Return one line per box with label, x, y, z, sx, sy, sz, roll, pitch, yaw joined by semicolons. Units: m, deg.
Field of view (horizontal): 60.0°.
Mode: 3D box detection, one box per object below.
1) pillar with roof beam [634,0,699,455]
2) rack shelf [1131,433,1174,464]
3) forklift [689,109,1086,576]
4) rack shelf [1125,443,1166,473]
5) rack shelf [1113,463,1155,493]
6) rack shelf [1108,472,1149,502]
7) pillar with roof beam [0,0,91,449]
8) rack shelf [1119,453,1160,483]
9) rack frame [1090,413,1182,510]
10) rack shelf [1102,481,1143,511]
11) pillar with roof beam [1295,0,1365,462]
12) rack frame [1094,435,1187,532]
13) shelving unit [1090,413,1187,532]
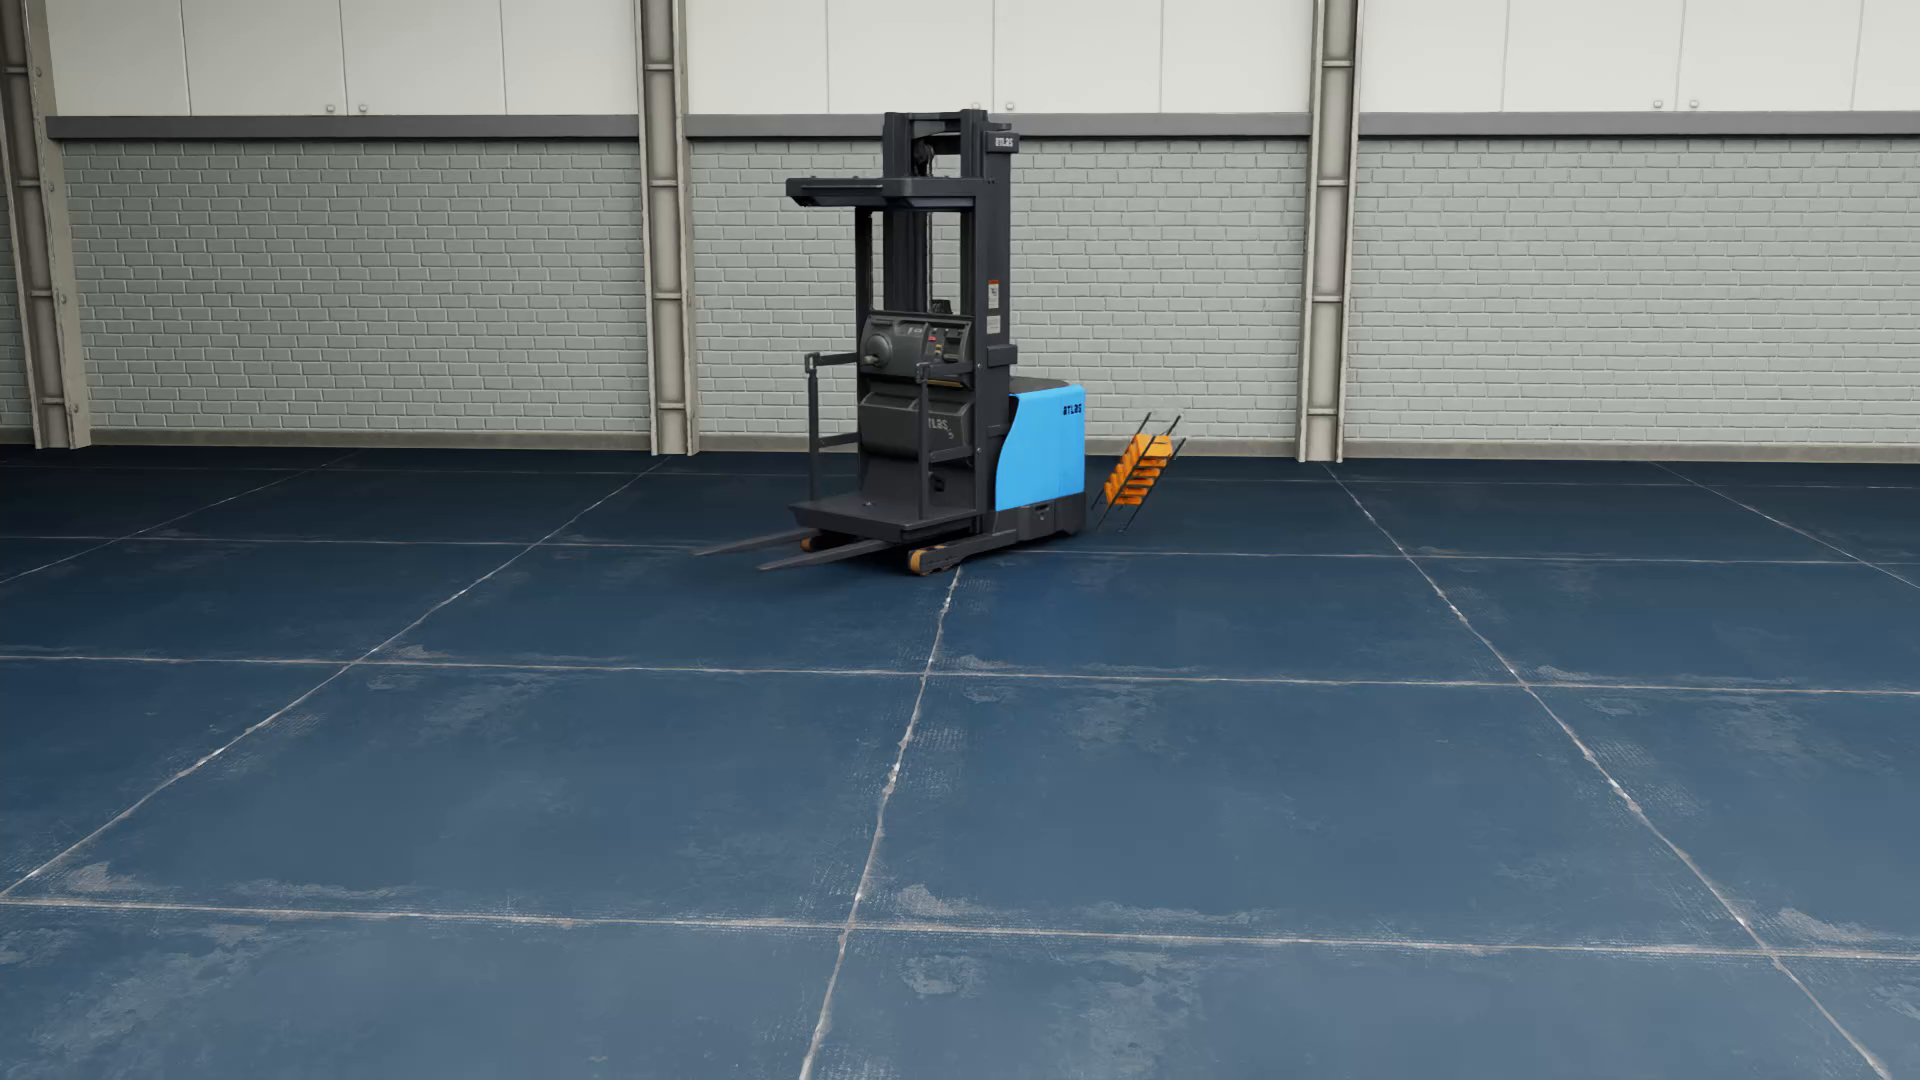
pillar with roof beam;-2.974;-4.350;10.584;0.400;9.000;9.100;1;12;4
rack shelf;1.309;-0.617;11.298;0.258;0.180;0.103;2;-32;-17
forklift;-0.435;-1.321;10.927;1.130;2.935;3.031;10;15;40
rack shelf;1.277;-0.555;11.396;0.258;0.180;0.103;2;-32;-17
rack shelf;1.214;-0.432;11.592;0.258;0.180;0.103;2;-32;-17
rack shelf;1.182;-0.370;11.690;0.258;0.180;0.103;2;-32;-17
pillar with roof beam;-8.960;-4.432;10.976;0.400;9.000;9.100;1;12;4
rack shelf;1.246;-0.494;11.494;0.258;0.180;0.103;2;-32;-17
rack frame;1.215;-0.533;11.602;0.240;0.006;1.200;2;-32;-17
rack shelf;1.151;-0.308;11.788;0.258;0.180;0.103;2;-32;-17
pillar with roof beam;3.013;-4.268;10.191;0.400;9.000;9.100;1;12;4
rack frame;1.237;-0.376;11.510;0.240;0.006;1.200;2;-32;-17
shelving unit;1.226;-0.455;11.556;0.258;0.189;1.200;2;-32;-17
